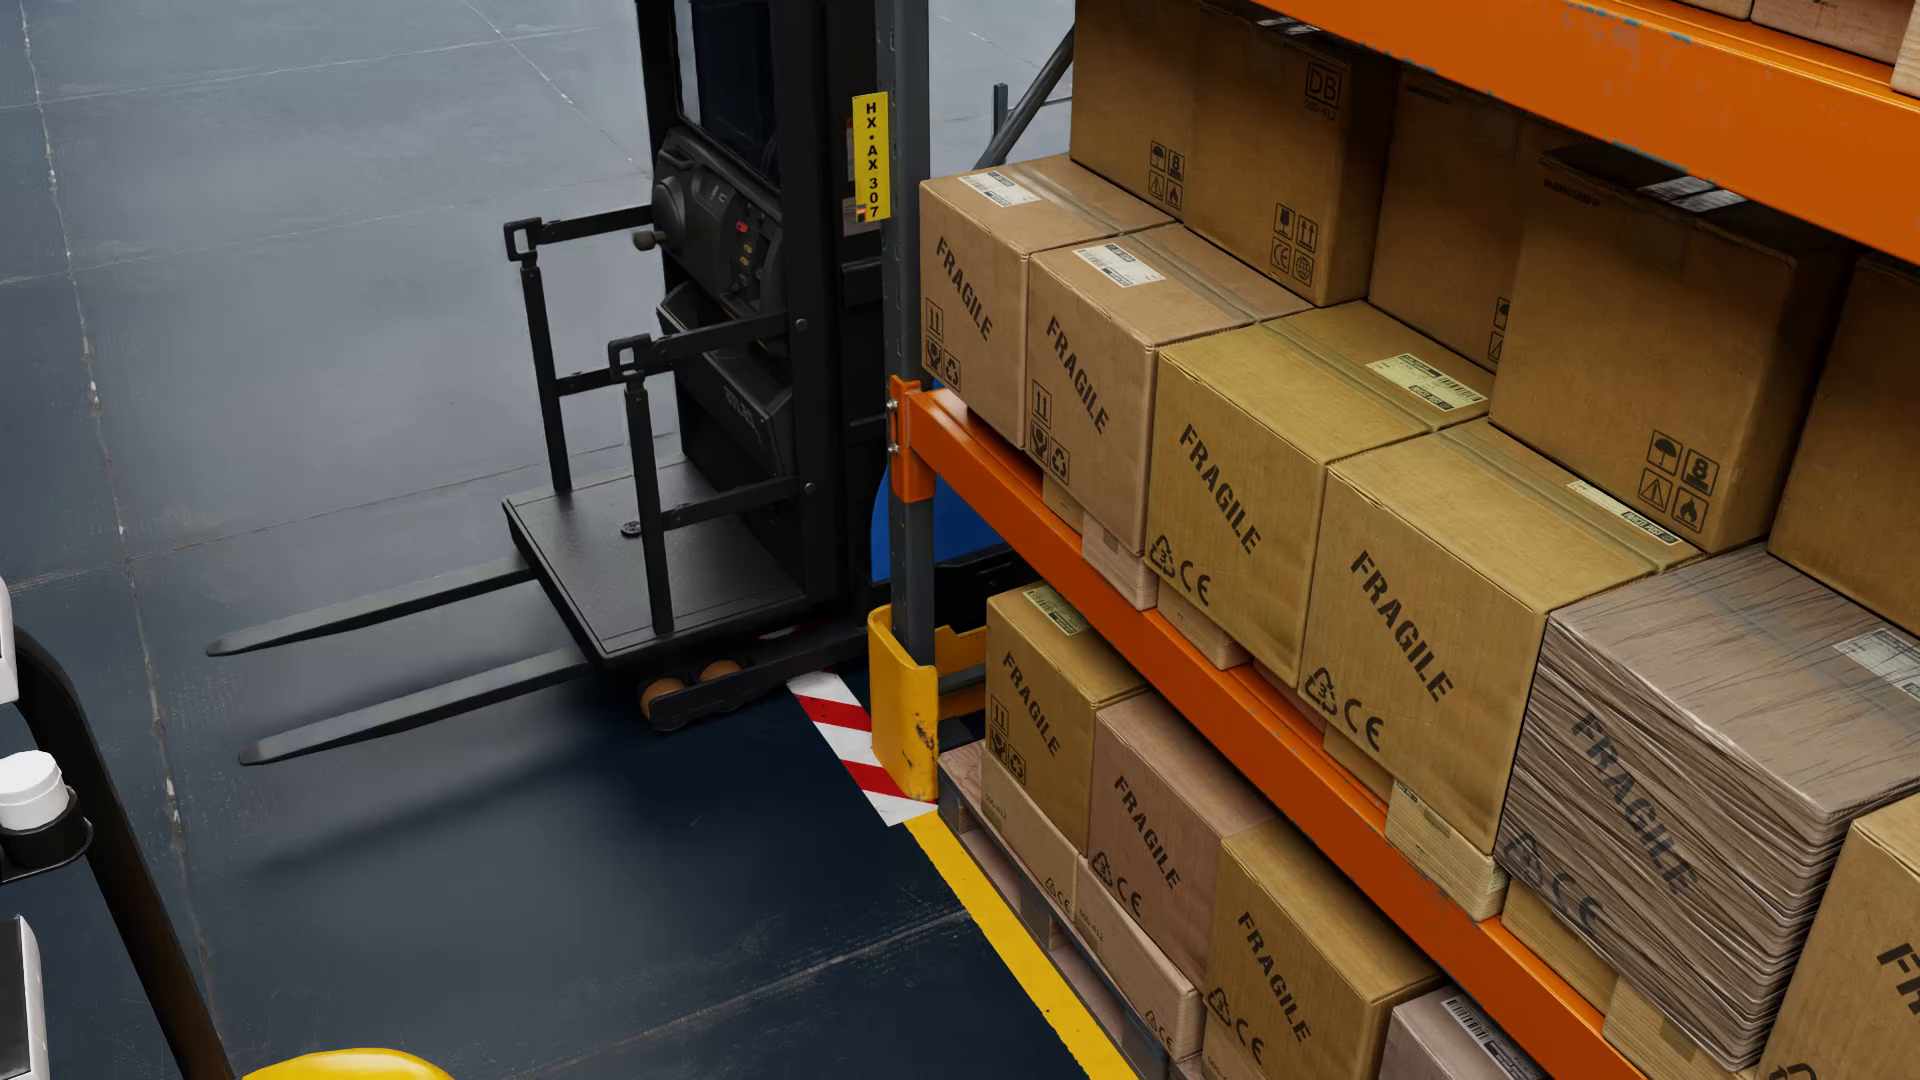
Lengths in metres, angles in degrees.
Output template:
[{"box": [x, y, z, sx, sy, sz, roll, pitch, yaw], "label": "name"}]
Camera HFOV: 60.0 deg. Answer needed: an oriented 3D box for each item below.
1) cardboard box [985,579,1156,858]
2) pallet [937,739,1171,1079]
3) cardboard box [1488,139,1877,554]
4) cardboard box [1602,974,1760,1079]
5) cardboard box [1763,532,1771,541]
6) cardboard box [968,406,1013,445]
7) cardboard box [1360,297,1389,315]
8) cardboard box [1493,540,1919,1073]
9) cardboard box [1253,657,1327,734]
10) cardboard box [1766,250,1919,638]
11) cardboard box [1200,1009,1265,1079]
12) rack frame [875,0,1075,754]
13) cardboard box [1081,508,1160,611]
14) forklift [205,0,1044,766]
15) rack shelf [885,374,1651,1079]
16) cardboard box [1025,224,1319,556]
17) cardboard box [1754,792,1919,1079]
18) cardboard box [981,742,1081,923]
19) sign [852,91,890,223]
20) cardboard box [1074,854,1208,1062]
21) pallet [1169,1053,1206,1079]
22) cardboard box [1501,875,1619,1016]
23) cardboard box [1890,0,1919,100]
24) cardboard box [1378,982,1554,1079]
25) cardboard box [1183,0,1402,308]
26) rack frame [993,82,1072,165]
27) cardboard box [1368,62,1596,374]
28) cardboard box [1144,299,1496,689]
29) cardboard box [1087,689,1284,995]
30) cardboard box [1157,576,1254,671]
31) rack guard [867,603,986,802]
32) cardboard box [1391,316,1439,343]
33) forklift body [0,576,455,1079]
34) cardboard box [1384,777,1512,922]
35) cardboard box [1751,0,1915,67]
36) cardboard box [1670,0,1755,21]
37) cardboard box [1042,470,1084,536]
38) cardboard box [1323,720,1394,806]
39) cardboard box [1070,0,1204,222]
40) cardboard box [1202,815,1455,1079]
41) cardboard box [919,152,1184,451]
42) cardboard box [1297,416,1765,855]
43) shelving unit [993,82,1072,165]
[{"box": [0.406, 0.405, 4.302, 0.500, 0.500, 0.500, -17, 36, -25], "label": "cardboard box"}, {"box": [0.646, 0.881, 4.679, 1.003, 0.211, 1.213, -16, 36, -23], "label": "pallet"}, {"box": [1.362, -0.391, 2.785, 0.700, 0.500, 0.500, -16, 36, -23], "label": "cardboard box"}, {"box": [1.232, 0.728, 2.566, 0.380, 0.149, 0.250, -16, 36, -24], "label": "cardboard box"}, {"box": [1.439, 0.023, 3.065, 0.500, 0.500, 0.500, -15, 36, -23], "label": "cardboard box"}, {"box": [0.238, -0.406, 4.336, 0.380, 0.149, 0.250, -16, 36, -23], "label": "cardboard box"}, {"box": [0.989, -0.463, 3.824, 0.500, 0.500, 0.500, -16, 36, -23], "label": "cardboard box"}, {"box": [1.209, 0.376, 2.514, 0.500, 0.500, 0.500, -15, 36, -22], "label": "cardboard box"}, {"box": [0.825, 0.217, 3.364, 0.380, 0.149, 0.250, -15, 35, -22], "label": "cardboard box"}, {"box": [1.685, -0.166, 2.433, 0.700, 0.500, 0.500, -17, 36, -24], "label": "cardboard box"}, {"box": [0.891, 1.212, 3.737, 0.500, 0.250, 0.500, -13, 35, -20], "label": "cardboard box"}, {"box": [0.263, -0.726, 4.602, 1.000, 3.000, 0.127, -16, 36, -23], "label": "rack frame"}, {"box": [0.498, -0.009, 3.717, 0.380, 0.149, 0.250, -15, 36, -22], "label": "cardboard box"}, {"box": [-0.928, -0.952, 5.019, 3.031, 2.935, 1.130, -17, 36, -24], "label": "forklift"}, {"box": [1.195, 0.531, 3.307, 1.077, 0.370, 4.000, -16, 36, -23], "label": "rack shelf"}, {"box": [0.483, -0.351, 3.649, 0.500, 0.500, 0.500, -15, 35, -22], "label": "cardboard box"}, {"box": [1.455, 0.622, 2.130, 0.500, 0.500, 0.500, -15, 35, -22], "label": "cardboard box"}, {"box": [0.394, 0.710, 4.521, 0.500, 0.250, 0.500, -16, 36, -23], "label": "cardboard box"}, {"box": [-0.217, -0.954, 4.156, 0.100, 0.325, 0.005, -16, 36, -23], "label": "sign"}, {"box": [0.626, 0.955, 4.138, 0.500, 0.250, 0.500, -15, 35, -21], "label": "cardboard box"}, {"box": [1.211, 1.463, 3.771, 1.003, 0.211, 1.213, -16, 36, -23], "label": "pallet"}, {"box": [1.139, 0.598, 2.768, 0.380, 0.149, 0.250, -17, 36, -24], "label": "cardboard box"}, {"box": [1.244, -0.543, 1.769, 0.380, 0.149, 0.250, -15, 36, -22], "label": "cardboard box"}, {"box": [1.137, 1.148, 3.142, 0.500, 0.500, 0.500, -14, 35, -21], "label": "cardboard box"}, {"box": [0.923, -0.882, 3.551, 0.700, 0.500, 0.500, -16, 36, -23], "label": "cardboard box"}, {"box": [0.343, -1.095, 6.569, 0.500, 1.500, 0.032, -18, 37, -26], "label": "rack frame"}, {"box": [1.252, -0.664, 3.211, 0.700, 0.500, 0.500, -16, 36, -24], "label": "cardboard box"}, {"box": [0.721, -0.108, 3.270, 0.500, 0.500, 0.500, -17, 36, -24], "label": "cardboard box"}, {"box": [0.653, 0.653, 3.914, 0.500, 0.500, 0.500, -17, 36, -25], "label": "cardboard box"}, {"box": [0.648, 0.106, 3.537, 0.380, 0.149, 0.250, -15, 36, -22], "label": "cardboard box"}, {"box": [0.298, 0.363, 5.220, 1.175, 0.500, 0.348, -16, 36, -23], "label": "rack guard"}, {"box": [1.219, -0.224, 3.450, 0.500, 0.500, 0.500, -16, 36, -23], "label": "cardboard box"}, {"box": [-1.629, 1.328, 2.184, 2.313, 2.155, 1.214, -16, 36, -23], "label": "forklift body"}, {"box": [0.987, 0.485, 2.946, 0.380, 0.149, 0.250, -16, 36, -23], "label": "cardboard box"}, {"box": [1.197, -0.688, 1.995, 0.380, 0.149, 0.250, -15, 36, -22], "label": "cardboard box"}, {"box": [1.074, -0.810, 2.186, 0.380, 0.149, 0.250, -16, 36, -24], "label": "cardboard box"}, {"box": [0.420, -0.142, 3.924, 0.380, 0.149, 0.250, -17, 36, -25], "label": "cardboard box"}, {"box": [0.921, 0.350, 3.156, 0.380, 0.149, 0.250, -17, 36, -24], "label": "cardboard box"}, {"box": [0.694, -1.125, 3.931, 0.700, 0.500, 0.500, -17, 36, -24], "label": "cardboard box"}, {"box": [0.880, 0.895, 3.537, 0.500, 0.500, 0.500, -15, 36, -22], "label": "cardboard box"}, {"box": [0.238, -0.597, 4.034, 0.500, 0.500, 0.500, -16, 36, -24], "label": "cardboard box"}, {"box": [0.966, 0.132, 2.894, 0.500, 0.500, 0.500, -17, 36, -24], "label": "cardboard box"}, {"box": [0.609, -0.861, 6.204, 0.538, 1.500, 1.048, -18, 37, -26], "label": "shelving unit"}]
